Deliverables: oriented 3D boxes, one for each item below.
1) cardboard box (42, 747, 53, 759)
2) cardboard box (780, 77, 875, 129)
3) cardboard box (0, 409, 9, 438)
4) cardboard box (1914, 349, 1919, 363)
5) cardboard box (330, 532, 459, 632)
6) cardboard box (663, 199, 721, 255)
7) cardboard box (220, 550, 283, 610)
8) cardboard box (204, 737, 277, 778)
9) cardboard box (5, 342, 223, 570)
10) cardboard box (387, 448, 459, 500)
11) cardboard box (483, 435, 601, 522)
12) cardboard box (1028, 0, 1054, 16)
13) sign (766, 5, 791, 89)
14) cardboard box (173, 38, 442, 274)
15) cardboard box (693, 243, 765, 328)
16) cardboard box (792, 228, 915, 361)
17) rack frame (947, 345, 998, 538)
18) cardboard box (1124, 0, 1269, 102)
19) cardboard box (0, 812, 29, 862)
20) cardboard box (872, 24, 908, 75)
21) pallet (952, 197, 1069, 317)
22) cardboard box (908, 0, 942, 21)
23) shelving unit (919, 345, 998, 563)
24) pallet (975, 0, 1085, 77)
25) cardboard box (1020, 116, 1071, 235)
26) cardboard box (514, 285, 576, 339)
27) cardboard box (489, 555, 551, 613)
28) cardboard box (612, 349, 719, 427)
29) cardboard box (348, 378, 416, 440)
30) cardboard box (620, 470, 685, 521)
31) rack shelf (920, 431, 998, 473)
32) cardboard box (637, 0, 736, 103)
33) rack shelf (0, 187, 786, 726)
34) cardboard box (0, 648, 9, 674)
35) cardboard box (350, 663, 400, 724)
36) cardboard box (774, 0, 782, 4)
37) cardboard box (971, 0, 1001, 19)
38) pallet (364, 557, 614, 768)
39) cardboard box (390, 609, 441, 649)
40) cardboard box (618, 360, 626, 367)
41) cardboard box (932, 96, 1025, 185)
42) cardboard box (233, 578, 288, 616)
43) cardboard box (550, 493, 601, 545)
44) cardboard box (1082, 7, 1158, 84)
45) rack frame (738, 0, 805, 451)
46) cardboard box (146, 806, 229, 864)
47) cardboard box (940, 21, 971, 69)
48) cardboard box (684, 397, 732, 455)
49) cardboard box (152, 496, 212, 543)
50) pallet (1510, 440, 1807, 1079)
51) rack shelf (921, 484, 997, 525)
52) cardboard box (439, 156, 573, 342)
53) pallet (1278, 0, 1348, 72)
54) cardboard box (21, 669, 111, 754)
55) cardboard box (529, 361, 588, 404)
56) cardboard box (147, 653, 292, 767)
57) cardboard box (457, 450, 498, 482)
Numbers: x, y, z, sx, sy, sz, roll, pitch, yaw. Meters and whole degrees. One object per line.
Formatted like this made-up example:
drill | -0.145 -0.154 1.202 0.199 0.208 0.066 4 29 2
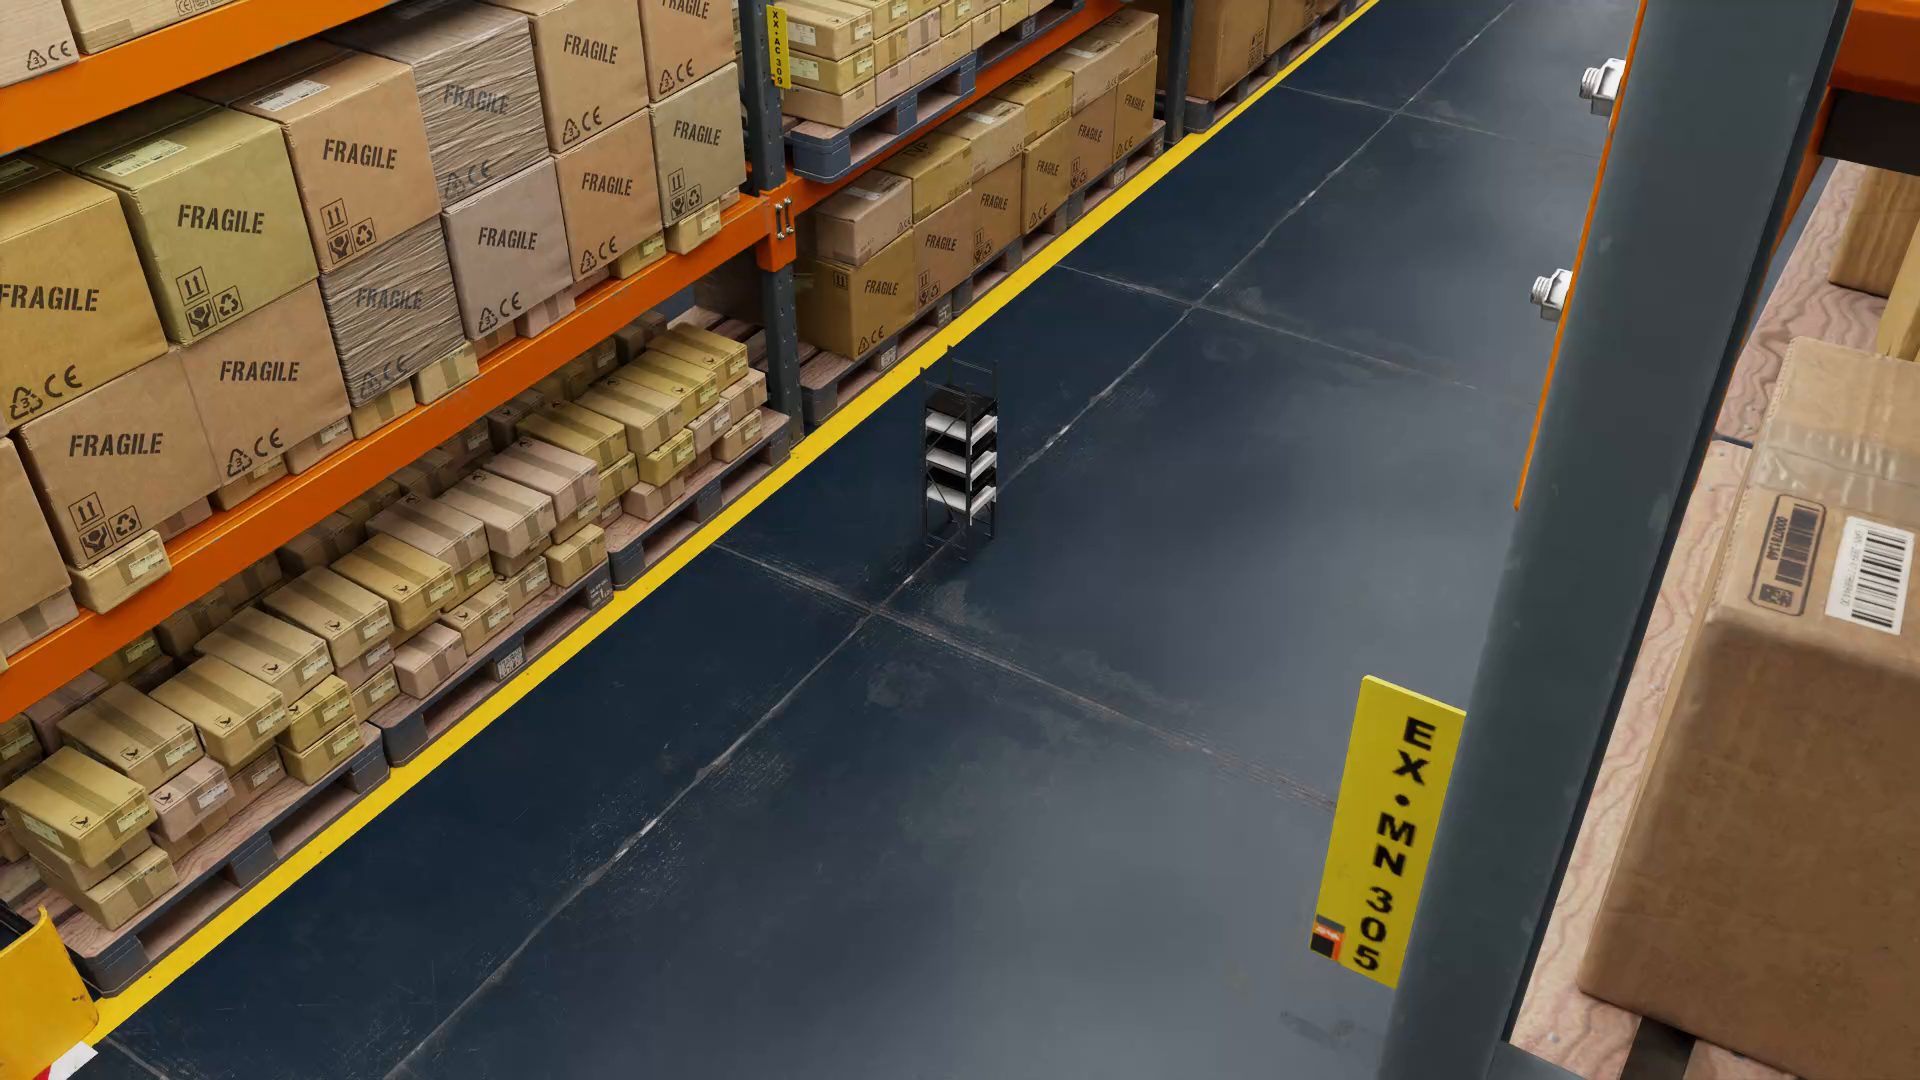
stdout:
cardboard box | -3.104 0.629 5.725 0.380 0.149 0.250 20 42 24
cardboard box | -0.589 -1.915 7.139 0.380 0.149 0.250 19 42 23
cardboard box | -2.867 -0.432 4.209 0.500 0.500 0.500 21 42 25
cardboard box | 1.439 -0.029 1.866 0.700 0.500 0.500 20 42 24
cardboard box | -2.075 0.149 6.103 0.380 0.149 0.250 22 43 26
cardboard box | -1.190 -1.304 6.691 0.380 0.149 0.250 20 42 24
cardboard box | -2.758 0.082 6.190 0.380 0.149 0.250 23 43 27
cardboard box | -2.583 0.647 5.701 0.380 0.149 0.250 22 43 26
cardboard box | -2.592 -0.316 4.878 0.500 0.500 0.500 21 42 25
cardboard box | -2.241 -0.276 6.655 0.380 0.149 0.250 19 42 23
cardboard box | -1.662 -0.247 6.617 0.380 0.149 0.250 19 42 23
cardboard box | 0.244 -2.719 8.182 0.380 0.149 0.250 19 42 23
sign | -0.726 -1.965 6.633 0.100 0.325 0.005 21 42 25
cardboard box | -2.034 -1.219 5.230 0.500 0.500 0.500 20 42 24
cardboard box | -1.005 -1.436 8.360 0.500 0.500 0.500 20 42 24
cardboard box | -0.568 -1.266 8.139 0.500 0.500 0.500 23 43 27
rack frame | 0.050 -0.405 7.038 0.240 0.900 0.006 21 42 25
cardboard box | 1.357 -3.418 10.725 1.050 0.750 0.750 21 42 25
cardboard box | -3.225 0.889 5.630 0.380 0.149 0.250 22 43 26
cardboard box | -0.452 -2.167 7.223 0.380 0.149 0.250 20 42 24
pallet | -0.120 -1.725 9.314 1.003 0.211 1.213 21 42 25
cardboard box | -0.305 -2.428 7.317 0.380 0.149 0.250 22 43 25
shelving unit | -0.004 -0.352 6.970 0.258 0.900 0.210 21 42 25
pallet | -0.071 -2.748 8.515 1.003 0.211 1.213 21 42 25
cardboard box | 0.272 -2.065 9.175 0.500 0.500 0.500 19 42 23
cardboard box | -1.663 -0.911 6.181 0.380 0.149 0.250 19 42 23
cardboard box | -1.862 0.127 6.620 0.380 0.149 0.250 22 43 26
cardboard box | -1.263 -0.655 7.147 0.380 0.149 0.250 22 43 26
cardboard box | -2.088 -0.515 5.667 0.380 0.149 0.250 23 43 27
cardboard box | -1.408 -0.256 7.116 0.380 0.149 0.250 20 42 24
rack shelf | -0.004 -0.397 6.935 0.258 0.077 0.200 21 42 25
cardboard box | -1.212 -2.018 6.267 0.500 0.500 0.500 20 42 24
rack shelf | -2.260 -0.480 6.005 1.077 0.370 4.000 21 42 25
cardboard box | -2.881 0.306 4.602 0.380 0.149 0.250 21 42 25
cardboard box | -2.296 0.513 6.119 0.380 0.149 0.250 21 42 25
cardboard box | -1.002 -2.386 7.507 0.380 0.149 0.250 21 43 25
cardboard box | -0.032 -2.575 7.751 0.380 0.149 0.250 23 43 27
pallet | -2.171 0.298 6.691 1.003 0.211 1.213 21 42 25
cardboard box | -2.182 0.229 6.243 0.380 0.149 0.250 23 43 27
cardboard box | -1.653 -0.869 7.667 0.380 0.149 0.250 23 43 27
cardboard box | -0.009 -2.101 8.607 0.500 0.250 0.500 23 43 27
cardboard box | -2.746 0.206 6.273 0.380 0.149 0.250 22 43 26
cardboard box | -1.689 -0.162 6.751 0.380 0.149 0.250 22 43 26
cardboard box | 0.810 -2.893 9.635 0.500 0.250 0.500 20 42 24
rack frame | -1.188 -1.796 7.123 1.000 3.000 0.127 21 42 25
cardboard box | -2.709 0.902 5.614 0.380 0.149 0.250 21 42 25
cardboard box | -0.173 -2.317 7.660 0.380 0.149 0.250 22 43 26
cardboard box | -1.223 -0.541 7.242 0.380 0.149 0.250 19 42 23
cardboard box | -2.567 -0.138 5.179 0.380 0.149 0.250 23 43 27
pallet | 1.191 0.402 1.887 1.003 0.211 1.213 21 42 25
rack shelf | -0.004 -0.183 7.100 0.258 0.077 0.200 21 42 25
cardboard box | -1.756 -1.088 5.879 0.500 0.500 0.500 21 42 25
pallet | 2.095 -3.762 11.957 1.003 0.211 1.213 21 42 25
cardboard box | -3.079 0.527 5.614 0.380 0.149 0.250 22 43 26
cardboard box | -1.839 -0.690 7.192 0.380 0.149 0.250 21 42 25
cardboard box | -2.474 0.565 5.564 0.380 0.149 0.250 21 42 25
cardboard box | -2.127 -0.299 6.929 0.380 0.149 0.250 23 43 27
